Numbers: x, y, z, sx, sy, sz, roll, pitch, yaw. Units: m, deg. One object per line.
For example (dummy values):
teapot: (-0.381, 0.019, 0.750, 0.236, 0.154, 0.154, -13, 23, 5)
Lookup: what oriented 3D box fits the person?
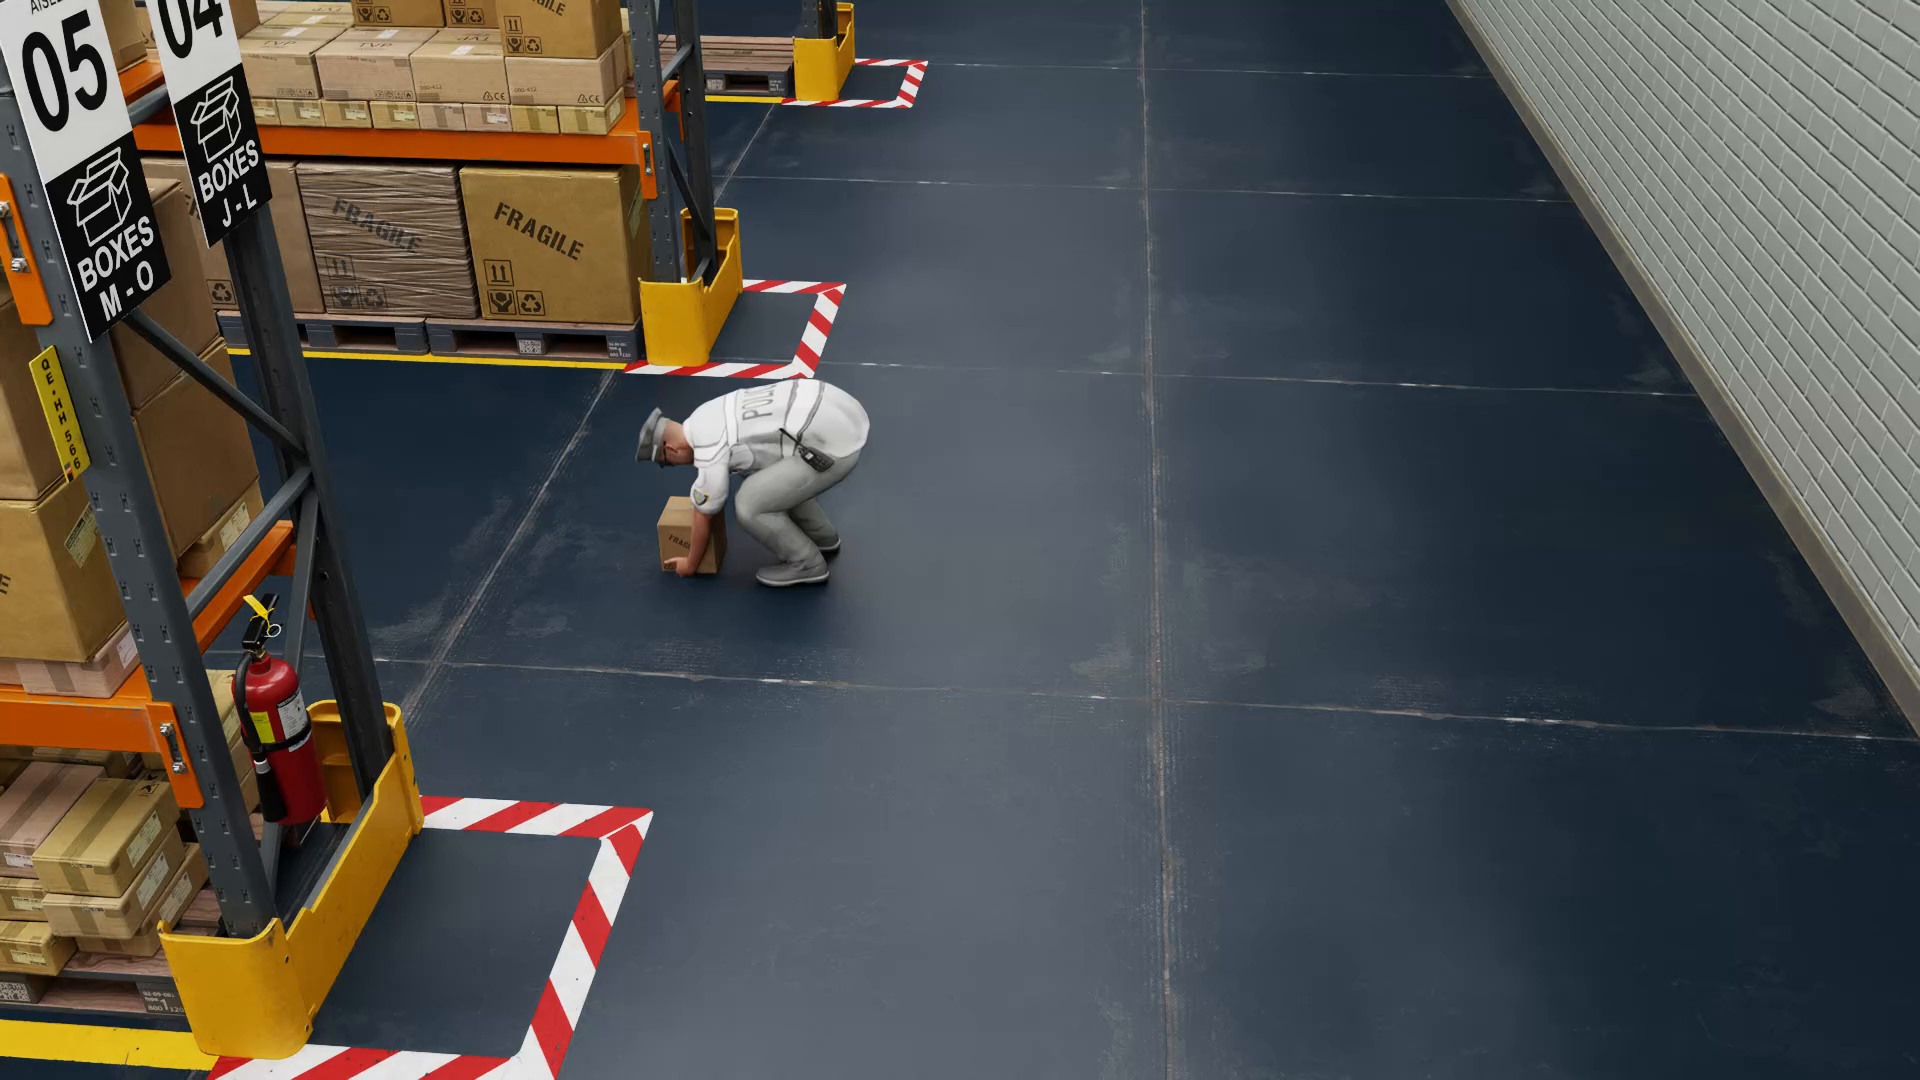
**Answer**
person: (-0.914, -0.265, 7.397, 1.029, 0.902, 0.542, 1, 32, 2)
